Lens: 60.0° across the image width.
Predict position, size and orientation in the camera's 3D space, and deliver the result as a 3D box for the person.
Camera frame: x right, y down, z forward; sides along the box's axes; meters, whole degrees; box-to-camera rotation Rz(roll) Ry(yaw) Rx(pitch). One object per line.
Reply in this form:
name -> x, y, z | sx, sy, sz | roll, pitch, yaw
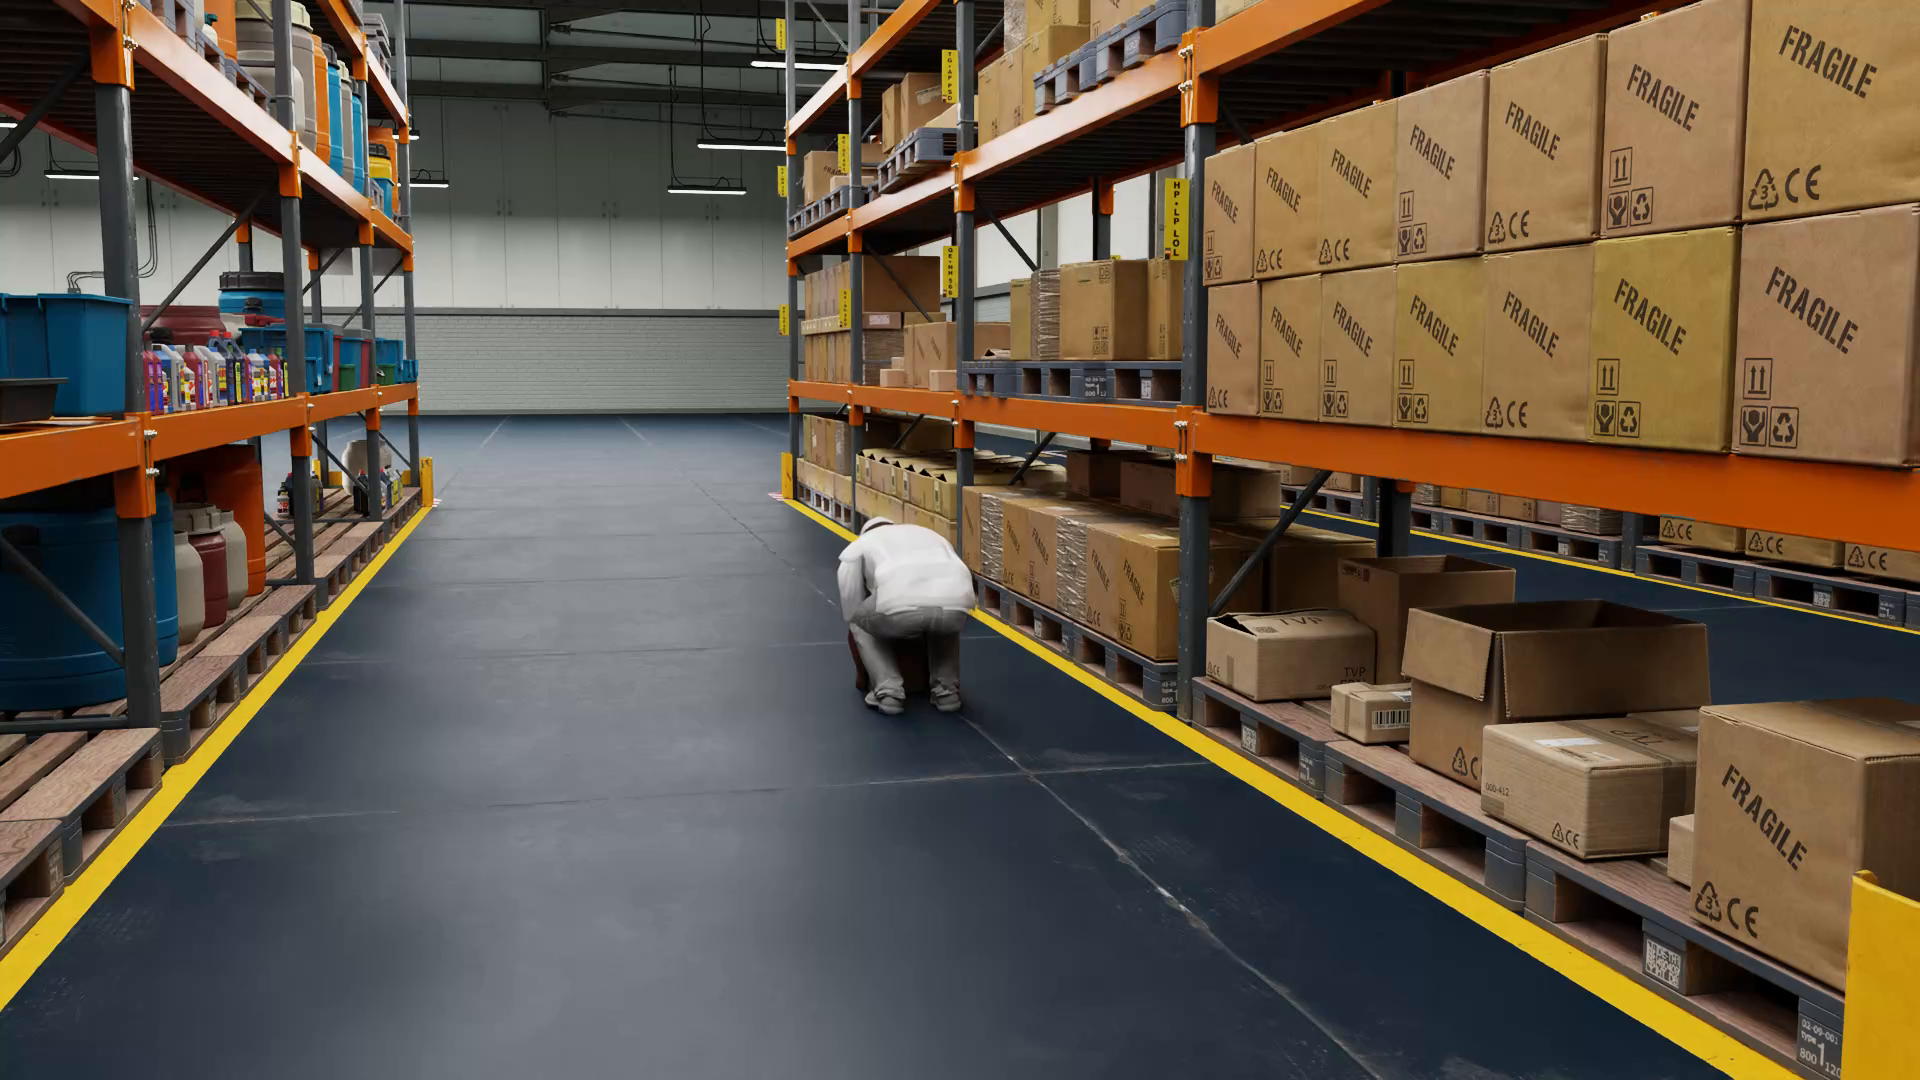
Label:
person -> -0.260, 0.337, 7.399 | 0.532, 0.814, 0.958 | -2, 6, -14
